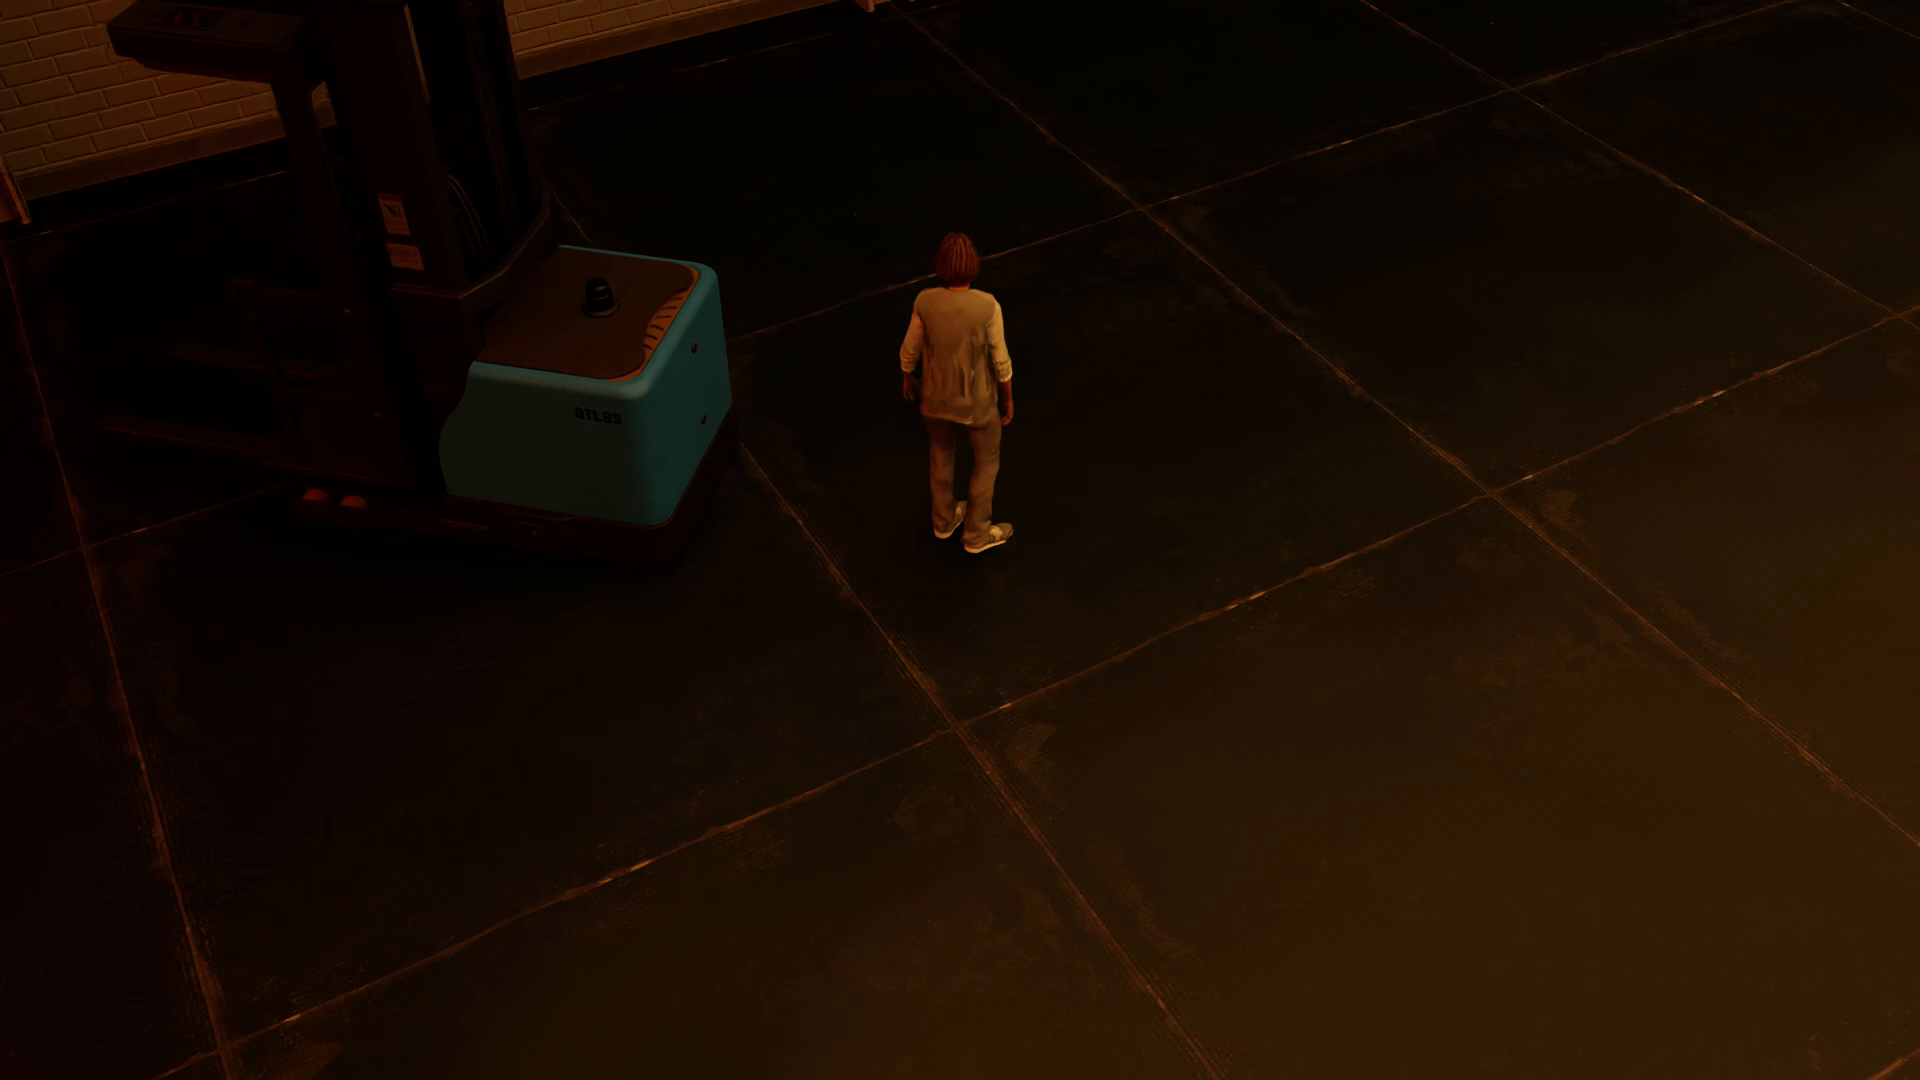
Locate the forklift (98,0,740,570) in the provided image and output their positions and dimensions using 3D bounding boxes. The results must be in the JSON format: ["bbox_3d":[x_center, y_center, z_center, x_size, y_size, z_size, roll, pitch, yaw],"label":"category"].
[{"bbox_3d":[-2.672,-1.465,7.277,3.031,2.935,1.130,9,44,10],"label":"forklift"}]

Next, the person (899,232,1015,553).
[{"bbox_3d":[-0.012,-0.608,7.384,0.527,1.533,0.363,7,43,7],"label":"person"}]
